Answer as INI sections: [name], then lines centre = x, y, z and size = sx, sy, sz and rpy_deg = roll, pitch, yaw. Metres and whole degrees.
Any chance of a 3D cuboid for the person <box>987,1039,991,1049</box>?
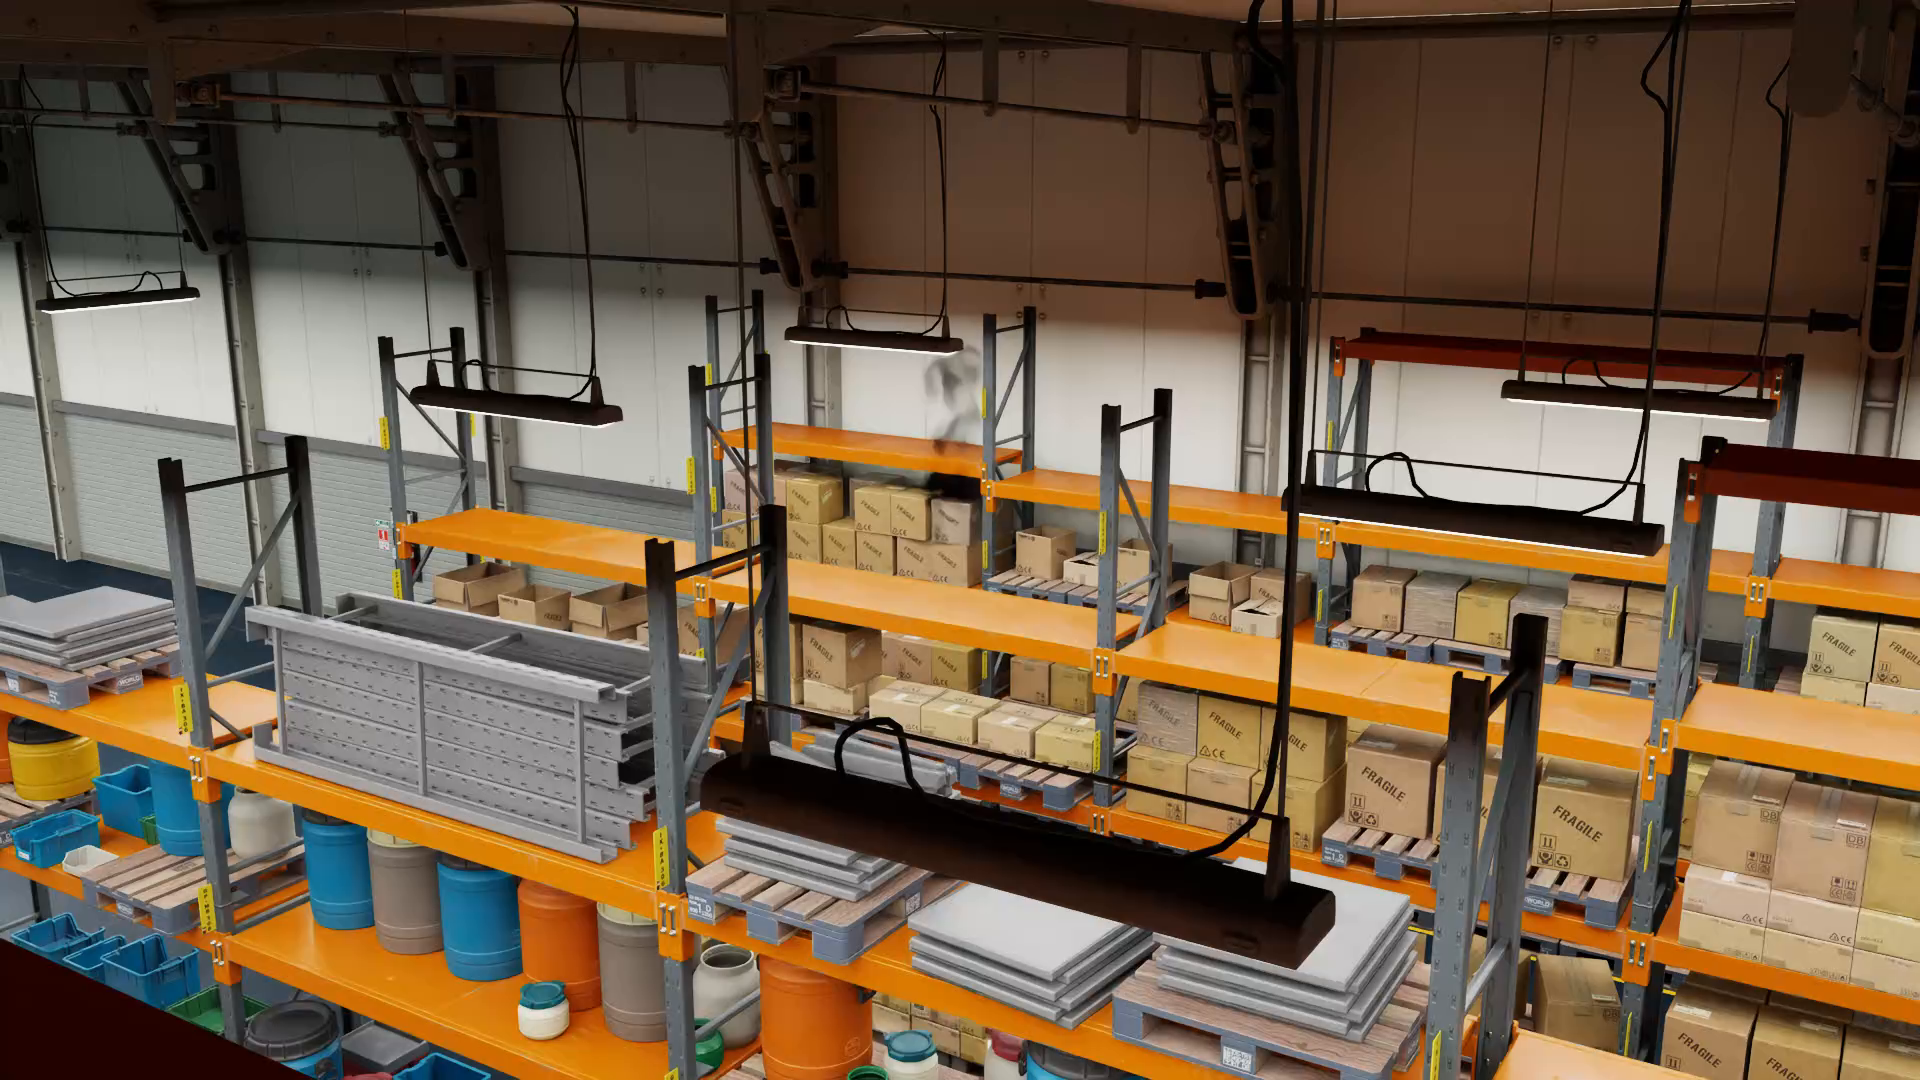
[person]
centre = 0.340, 4.379, 11.806
size = 0.882, 1.826, 0.655
rpy_deg = 9, 16, 32
